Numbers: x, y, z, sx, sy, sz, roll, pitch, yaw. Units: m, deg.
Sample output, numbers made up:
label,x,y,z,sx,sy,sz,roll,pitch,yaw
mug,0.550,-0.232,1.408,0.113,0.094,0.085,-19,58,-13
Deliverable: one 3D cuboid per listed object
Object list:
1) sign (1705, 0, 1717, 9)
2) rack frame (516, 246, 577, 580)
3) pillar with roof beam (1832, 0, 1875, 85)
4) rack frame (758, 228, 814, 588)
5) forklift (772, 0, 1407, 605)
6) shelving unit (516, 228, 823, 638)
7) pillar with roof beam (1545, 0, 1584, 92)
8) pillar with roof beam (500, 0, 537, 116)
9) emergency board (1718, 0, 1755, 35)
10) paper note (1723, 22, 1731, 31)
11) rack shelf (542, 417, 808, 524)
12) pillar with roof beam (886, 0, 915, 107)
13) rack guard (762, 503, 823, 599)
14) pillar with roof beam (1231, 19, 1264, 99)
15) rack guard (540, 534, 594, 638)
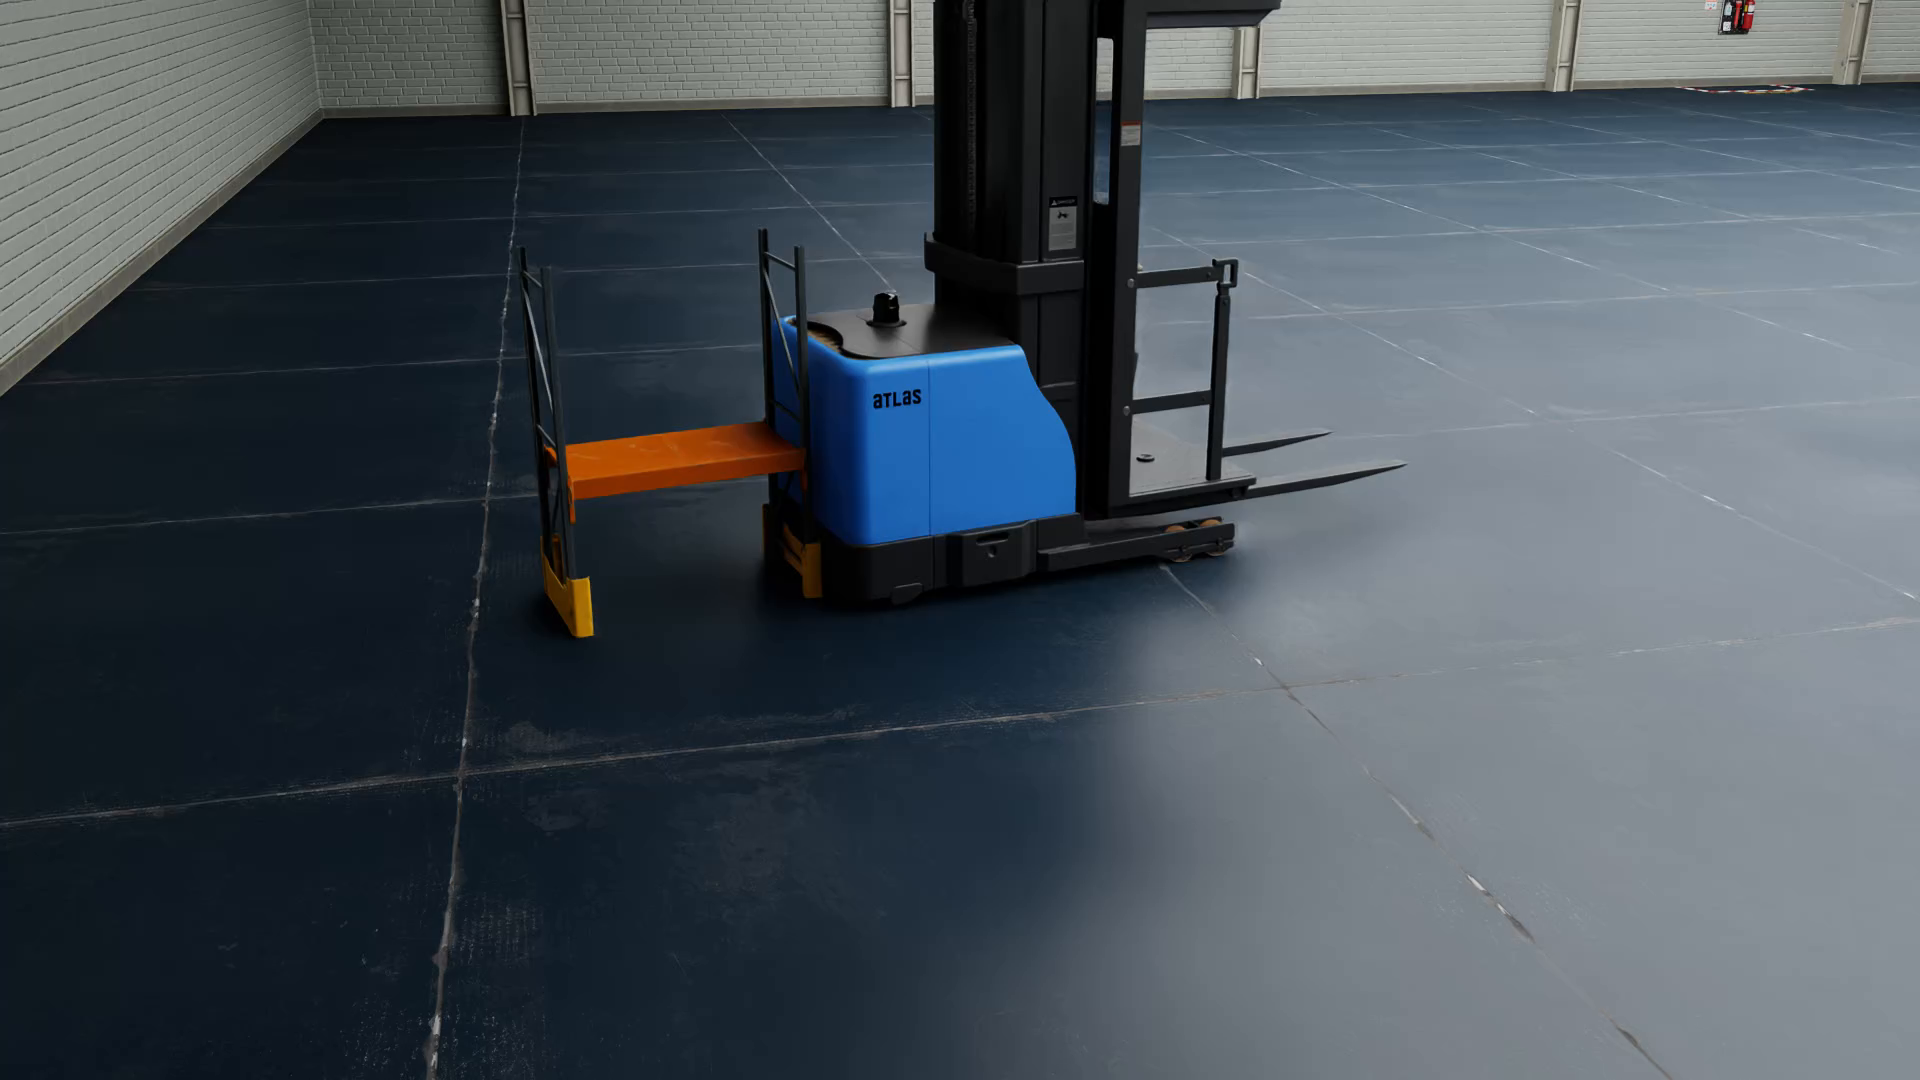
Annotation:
label,x,y,z,sx,sy,sz,roll,pitch,yaw
sign,13.585,-9.762,30.050,0.234,0.329,0.001,-5,21,-12
rack frame,-1.662,-0.399,6.723,0.032,1.500,0.500,-9,22,-23
pillar with roof beam,17.551,-11.313,25.615,0.400,9.000,9.100,-5,21,-12
rack frame,-0.741,-0.547,7.128,0.032,1.500,0.500,-9,22,-23
forklift,0.695,-1.427,7.450,3.031,2.935,1.130,-9,22,-23
shelving unit,-1.193,-0.474,6.929,1.083,1.500,0.587,-9,22,-23
pillar with roof beam,11.712,-10.838,24.319,0.400,9.000,9.100,-5,21,-12
pillar with roof beam,-5.805,-9.413,20.429,0.400,9.000,9.100,-5,21,-12
emergency board,14.147,-9.754,30.082,0.643,1.169,0.194,-5,21,-12
paper note,13.959,-9.350,30.258,0.142,0.148,0.016,-5,21,-12
rack shelf,-1.202,-0.304,6.987,1.000,0.185,0.538,-9,22,-23
pillar with roof beam,0.034,-9.888,21.726,0.400,9.000,9.100,-5,21,-12
rack guard,-0.742,0.040,7.342,0.087,0.250,0.587,-9,22,-23
pillar with roof beam,5.873,-10.363,23.022,0.400,9.000,9.100,-5,21,-12
rack guard,-1.645,0.185,6.946,0.087,0.250,0.587,-9,22,-23
